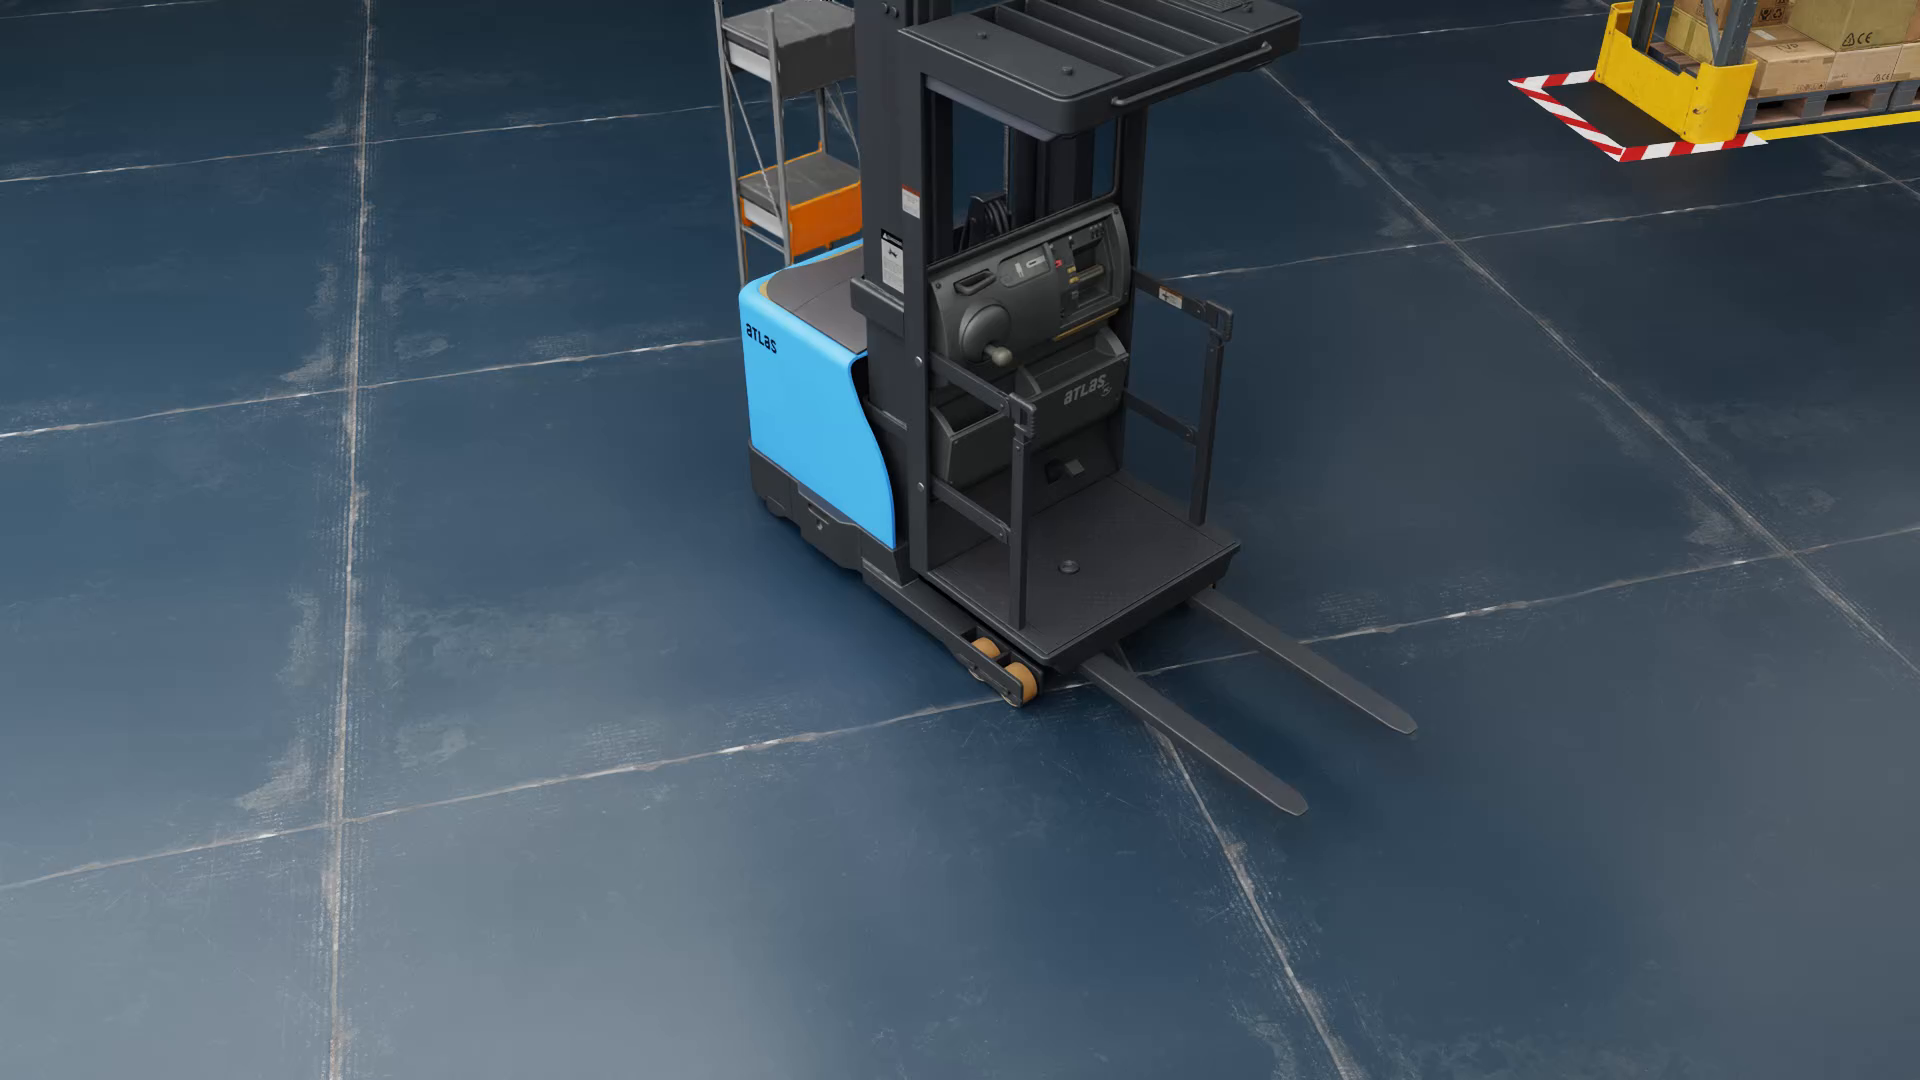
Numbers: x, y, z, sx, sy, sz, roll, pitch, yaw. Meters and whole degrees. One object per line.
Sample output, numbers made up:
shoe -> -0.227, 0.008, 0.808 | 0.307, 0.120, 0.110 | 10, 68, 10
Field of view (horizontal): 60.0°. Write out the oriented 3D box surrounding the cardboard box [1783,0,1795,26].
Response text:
cardboard box -> 5.587, -3.480, 11.248 | 0.500, 0.250, 0.500 | -9, 38, -12

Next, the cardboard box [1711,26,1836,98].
cardboard box -> 5.242, -3.090, 10.739 | 0.500, 0.250, 0.500 | -9, 38, -12

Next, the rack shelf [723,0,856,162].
rack shelf -> -0.675, -1.951, 6.939 | 0.480, 0.518, 0.431 | -28, 45, -31

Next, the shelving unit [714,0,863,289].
shelving unit -> -0.671, -1.403, 7.351 | 0.503, 2.100, 0.431 | -28, 45, -31

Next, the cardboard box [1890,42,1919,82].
cardboard box -> 6.207, -3.251, 10.948 | 0.500, 0.250, 0.500 | -9, 38, -12

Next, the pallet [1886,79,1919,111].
pallet -> 6.569, -3.291, 11.378 | 1.213, 0.211, 1.003 | -9, 38, -12

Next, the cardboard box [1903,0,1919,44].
cardboard box -> 6.204, -3.555, 10.729 | 0.500, 0.500, 0.500 | -9, 38, -12

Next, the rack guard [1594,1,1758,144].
rack guard -> 4.643, -3.065, 10.845 | 0.348, 0.500, 1.175 | -9, 38, -12

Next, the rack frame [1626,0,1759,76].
rack frame -> 4.666, -4.061, 10.090 | 0.127, 3.000, 1.000 | -9, 38, -12

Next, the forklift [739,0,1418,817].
forklift -> 0.413, -0.874, 5.981 | 1.130, 2.935, 3.031 | -28, 45, -31

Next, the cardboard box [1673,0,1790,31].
cardboard box -> 5.107, -3.693, 10.910 | 0.500, 0.500, 0.500 | -9, 38, -12

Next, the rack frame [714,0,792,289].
rack frame -> -0.855, -1.305, 7.224 | 0.015, 2.100, 0.400 | -28, 45, -31

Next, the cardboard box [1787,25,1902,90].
cardboard box -> 5.724, -3.172, 10.845 | 0.500, 0.250, 0.500 | -9, 38, -12

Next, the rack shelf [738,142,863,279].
rack shelf -> -0.671, -1.392, 7.360 | 0.480, 0.518, 0.431 | -28, 45, -31

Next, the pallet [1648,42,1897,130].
pallet -> 5.394, -3.099, 11.128 | 1.213, 0.211, 1.003 | -9, 38, -12

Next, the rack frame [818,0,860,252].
rack frame -> -0.487, -1.500, 7.479 | 0.015, 2.100, 0.400 | -28, 45, -31

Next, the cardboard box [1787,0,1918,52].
cardboard box -> 5.724, -3.469, 10.616 | 0.500, 0.500, 0.500 | -9, 38, -12

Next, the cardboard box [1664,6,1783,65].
cardboard box -> 5.107, -3.394, 11.136 | 0.500, 0.250, 0.500 | -9, 38, -12
